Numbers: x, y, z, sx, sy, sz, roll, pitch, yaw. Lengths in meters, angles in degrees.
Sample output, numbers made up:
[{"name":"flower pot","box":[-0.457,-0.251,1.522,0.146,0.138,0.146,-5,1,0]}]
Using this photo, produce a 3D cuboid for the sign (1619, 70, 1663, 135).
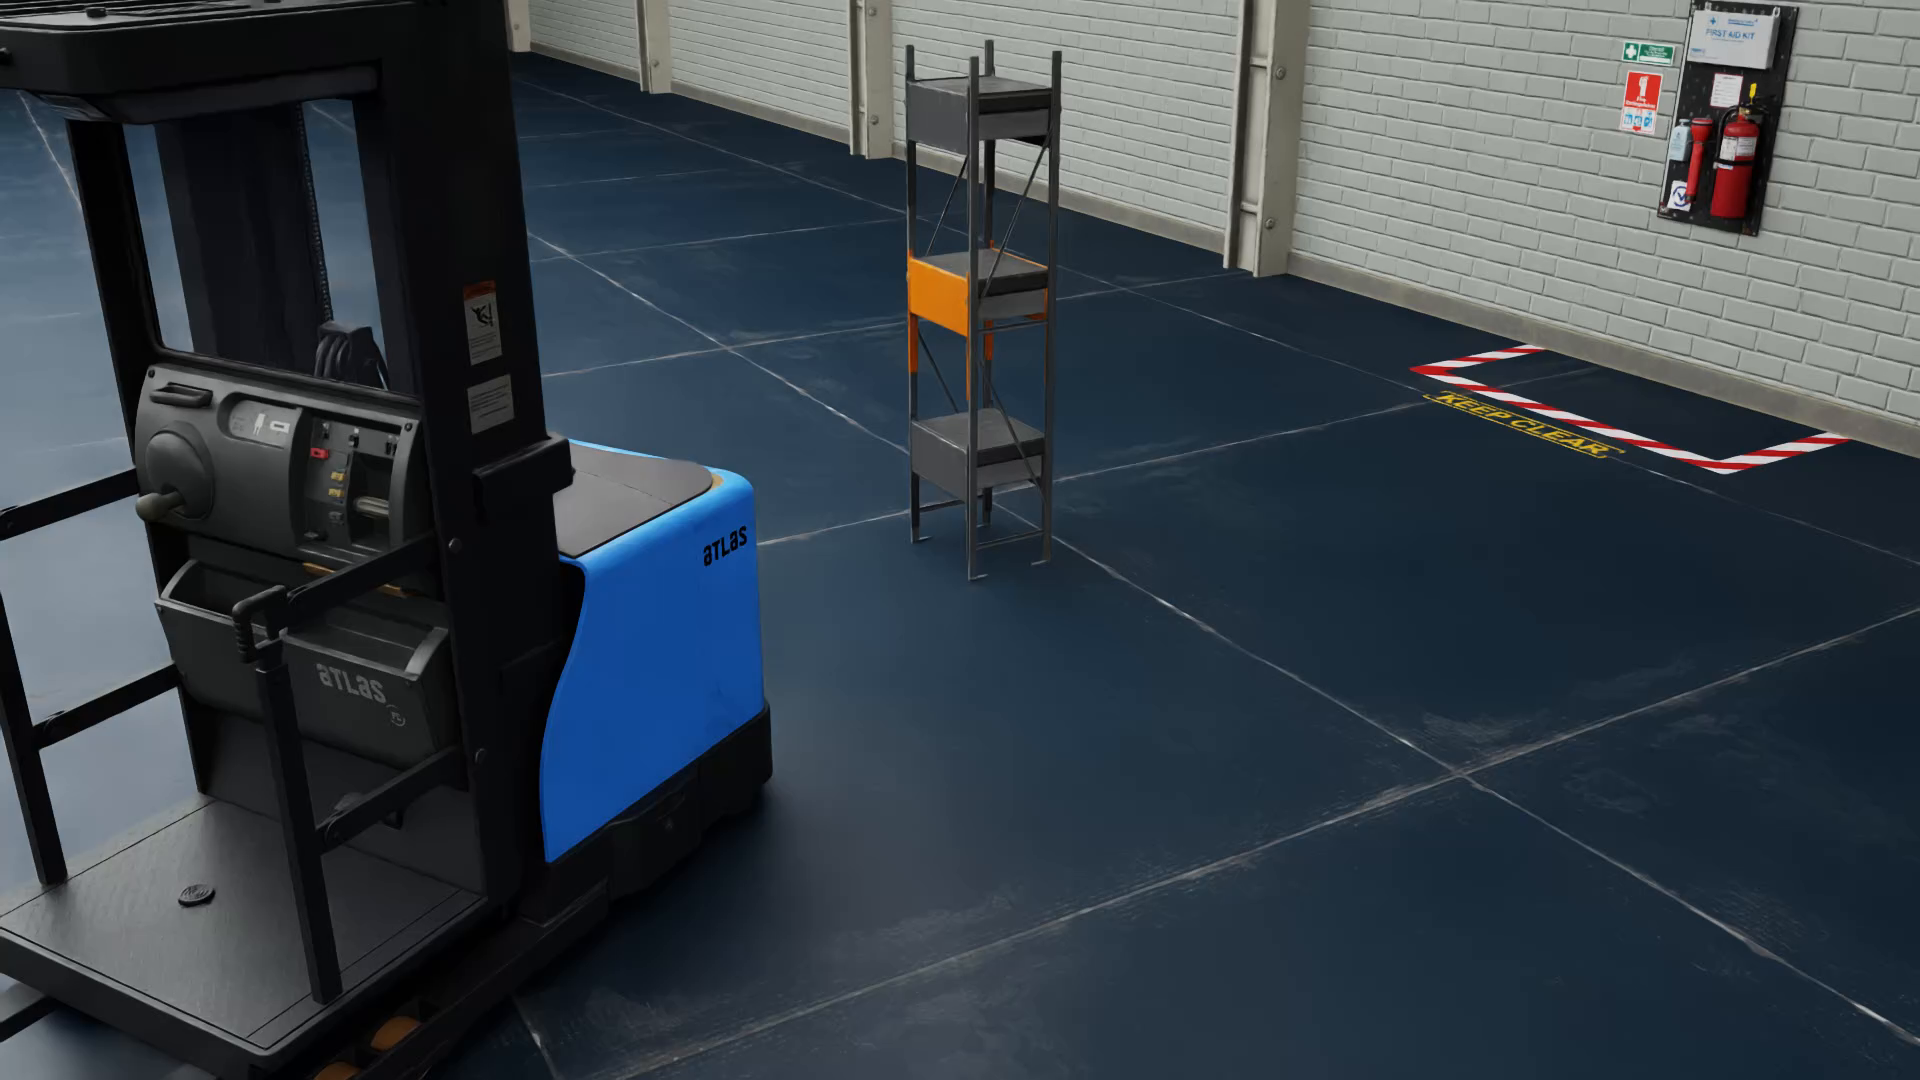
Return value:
[{"name":"sign","box":[3.812,-2.451,9.310,0.001,0.329,0.234,-13,25,-28]}]

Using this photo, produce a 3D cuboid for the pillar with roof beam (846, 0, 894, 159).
[{"name":"pillar with roof beam","box":[-4.595,-7.264,13.232,9.100,9.000,0.400,-13,25,-28]}]

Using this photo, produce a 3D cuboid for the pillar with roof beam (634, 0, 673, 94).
[{"name":"pillar with roof beam","box":[-7.660,-9.206,18.010,9.100,9.000,0.400,-13,25,-28]}]

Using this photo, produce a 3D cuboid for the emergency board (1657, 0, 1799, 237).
[{"name":"emergency board","box":[4.006,-2.235,8.828,0.194,1.169,0.643,-13,25,-28]}]

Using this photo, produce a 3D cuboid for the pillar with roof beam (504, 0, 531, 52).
[{"name":"pillar with roof beam","box":[-10.725,-11.148,22.789,9.100,9.000,0.400,-13,25,-28]}]

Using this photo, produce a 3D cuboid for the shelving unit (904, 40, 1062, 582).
[{"name":"shelving unit","box":[0.085,-0.919,6.784,0.431,2.100,0.503,-13,25,-28]}]

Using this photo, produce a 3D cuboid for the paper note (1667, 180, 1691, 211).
[{"name":"paper note","box":[3.975,-1.898,9.167,0.016,0.148,0.142,-13,25,-28]}]

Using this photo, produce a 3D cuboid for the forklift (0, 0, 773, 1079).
[{"name":"forklift","box":[-1.747,-0.159,3.811,1.130,2.935,3.031,12,25,26]}]

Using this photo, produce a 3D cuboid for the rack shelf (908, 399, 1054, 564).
[{"name":"rack shelf","box":[0.085,-0.258,7.053,0.431,0.518,0.480,-13,25,-28]}]

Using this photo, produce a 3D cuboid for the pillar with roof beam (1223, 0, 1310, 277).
[{"name":"pillar with roof beam","box":[-1.530,-5.322,8.453,9.100,9.000,0.400,-13,25,-28]}]

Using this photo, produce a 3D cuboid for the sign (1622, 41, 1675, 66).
[{"name":"sign","box":[3.807,-2.693,9.202,0.001,0.109,0.331,-13,25,-28]}]

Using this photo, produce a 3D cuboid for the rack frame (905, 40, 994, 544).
[{"name":"rack frame","box":[-0.040,-0.998,6.979,0.400,2.100,0.015,-13,25,-28]}]

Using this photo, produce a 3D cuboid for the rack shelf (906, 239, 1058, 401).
[{"name":"rack shelf","box":[0.085,-0.906,6.789,0.431,0.518,0.480,-13,25,-28]}]

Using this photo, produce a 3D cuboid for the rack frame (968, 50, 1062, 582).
[{"name":"rack frame","box":[0.209,-0.840,6.590,0.400,2.100,0.015,-13,25,-28]}]

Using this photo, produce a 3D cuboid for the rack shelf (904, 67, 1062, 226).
[{"name":"rack shelf","box":[0.085,-1.555,6.526,0.431,0.518,0.480,-13,25,-28]}]
